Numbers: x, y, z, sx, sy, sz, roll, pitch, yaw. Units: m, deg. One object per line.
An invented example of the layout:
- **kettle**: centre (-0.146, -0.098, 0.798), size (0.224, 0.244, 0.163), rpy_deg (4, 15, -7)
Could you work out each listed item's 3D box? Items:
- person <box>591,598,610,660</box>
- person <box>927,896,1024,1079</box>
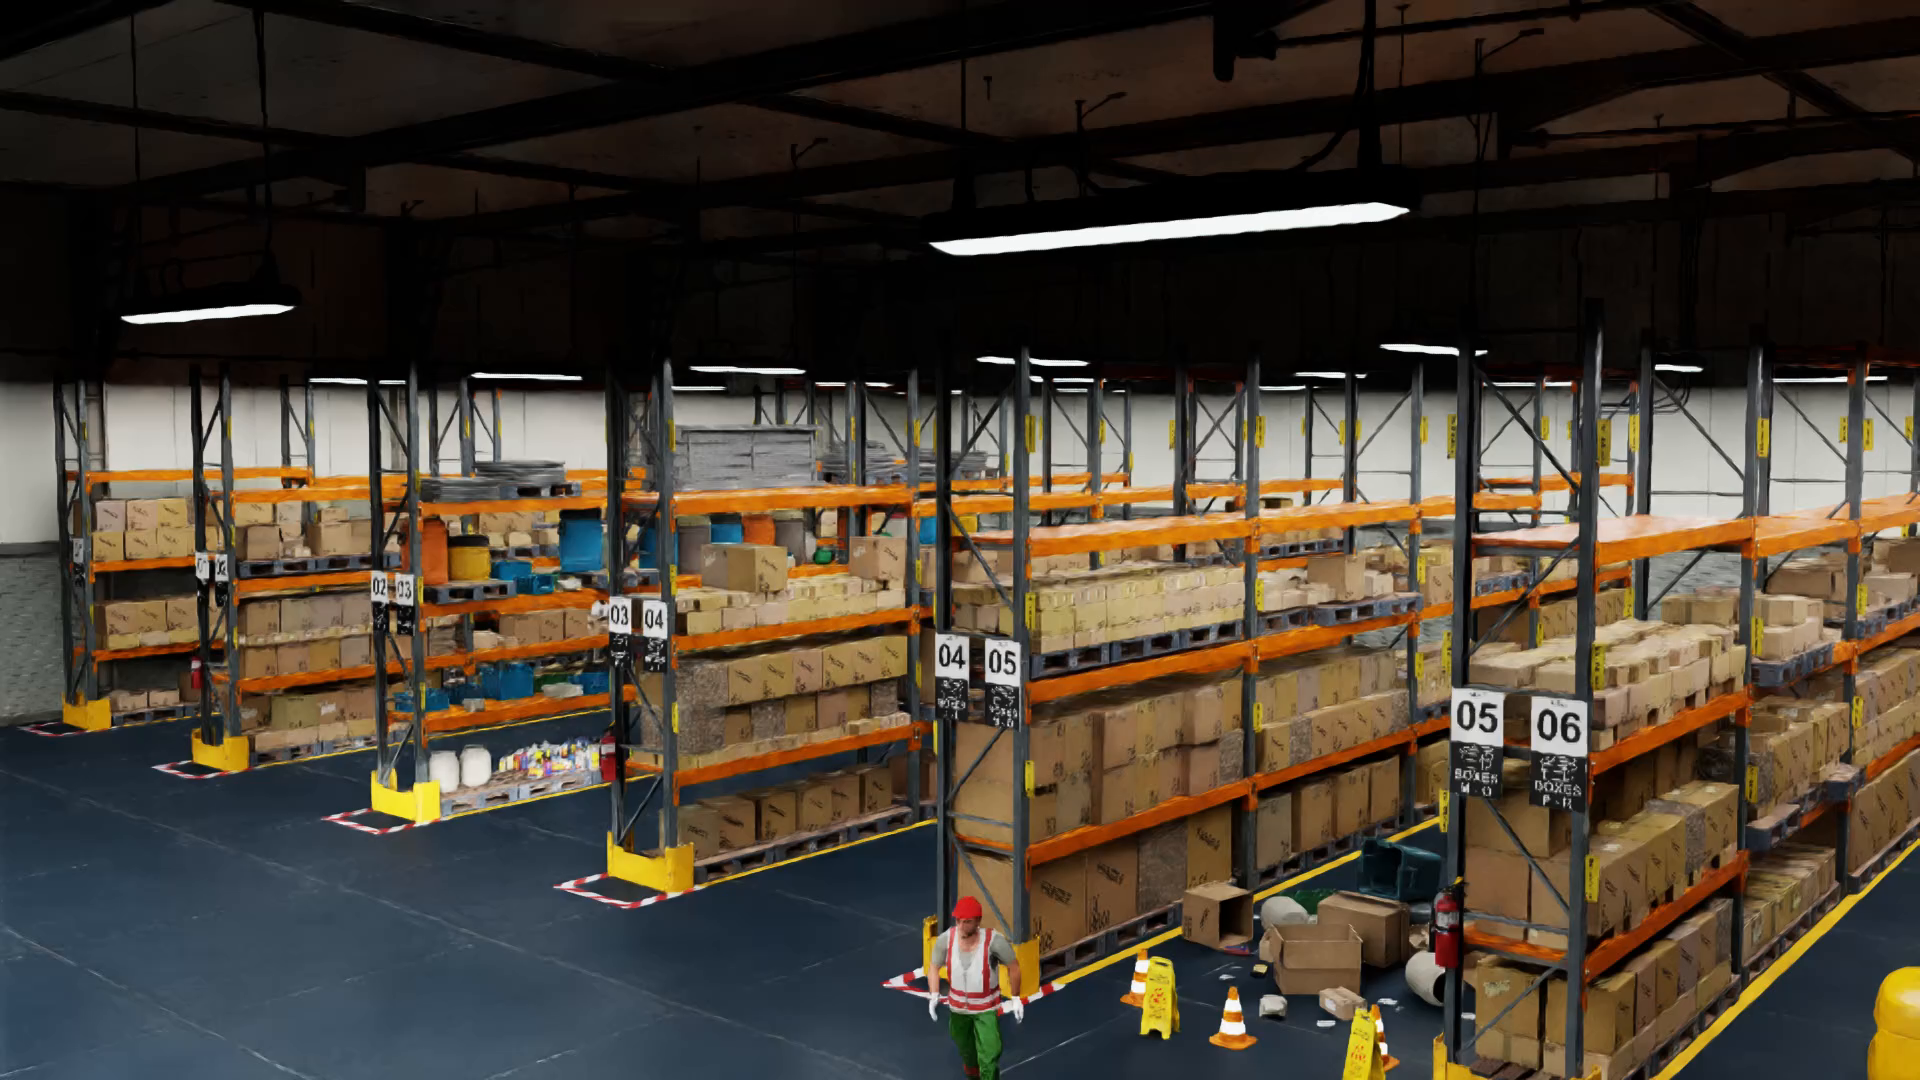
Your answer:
- **person**: centre (-7.187, 1.834, 33.655), size (0.464, 1.772, 0.645), rpy_deg (1, 4, 15)
- **person**: centre (0.122, 3.418, 12.163), size (0.686, 1.716, 0.838), rpy_deg (2, 5, 24)
